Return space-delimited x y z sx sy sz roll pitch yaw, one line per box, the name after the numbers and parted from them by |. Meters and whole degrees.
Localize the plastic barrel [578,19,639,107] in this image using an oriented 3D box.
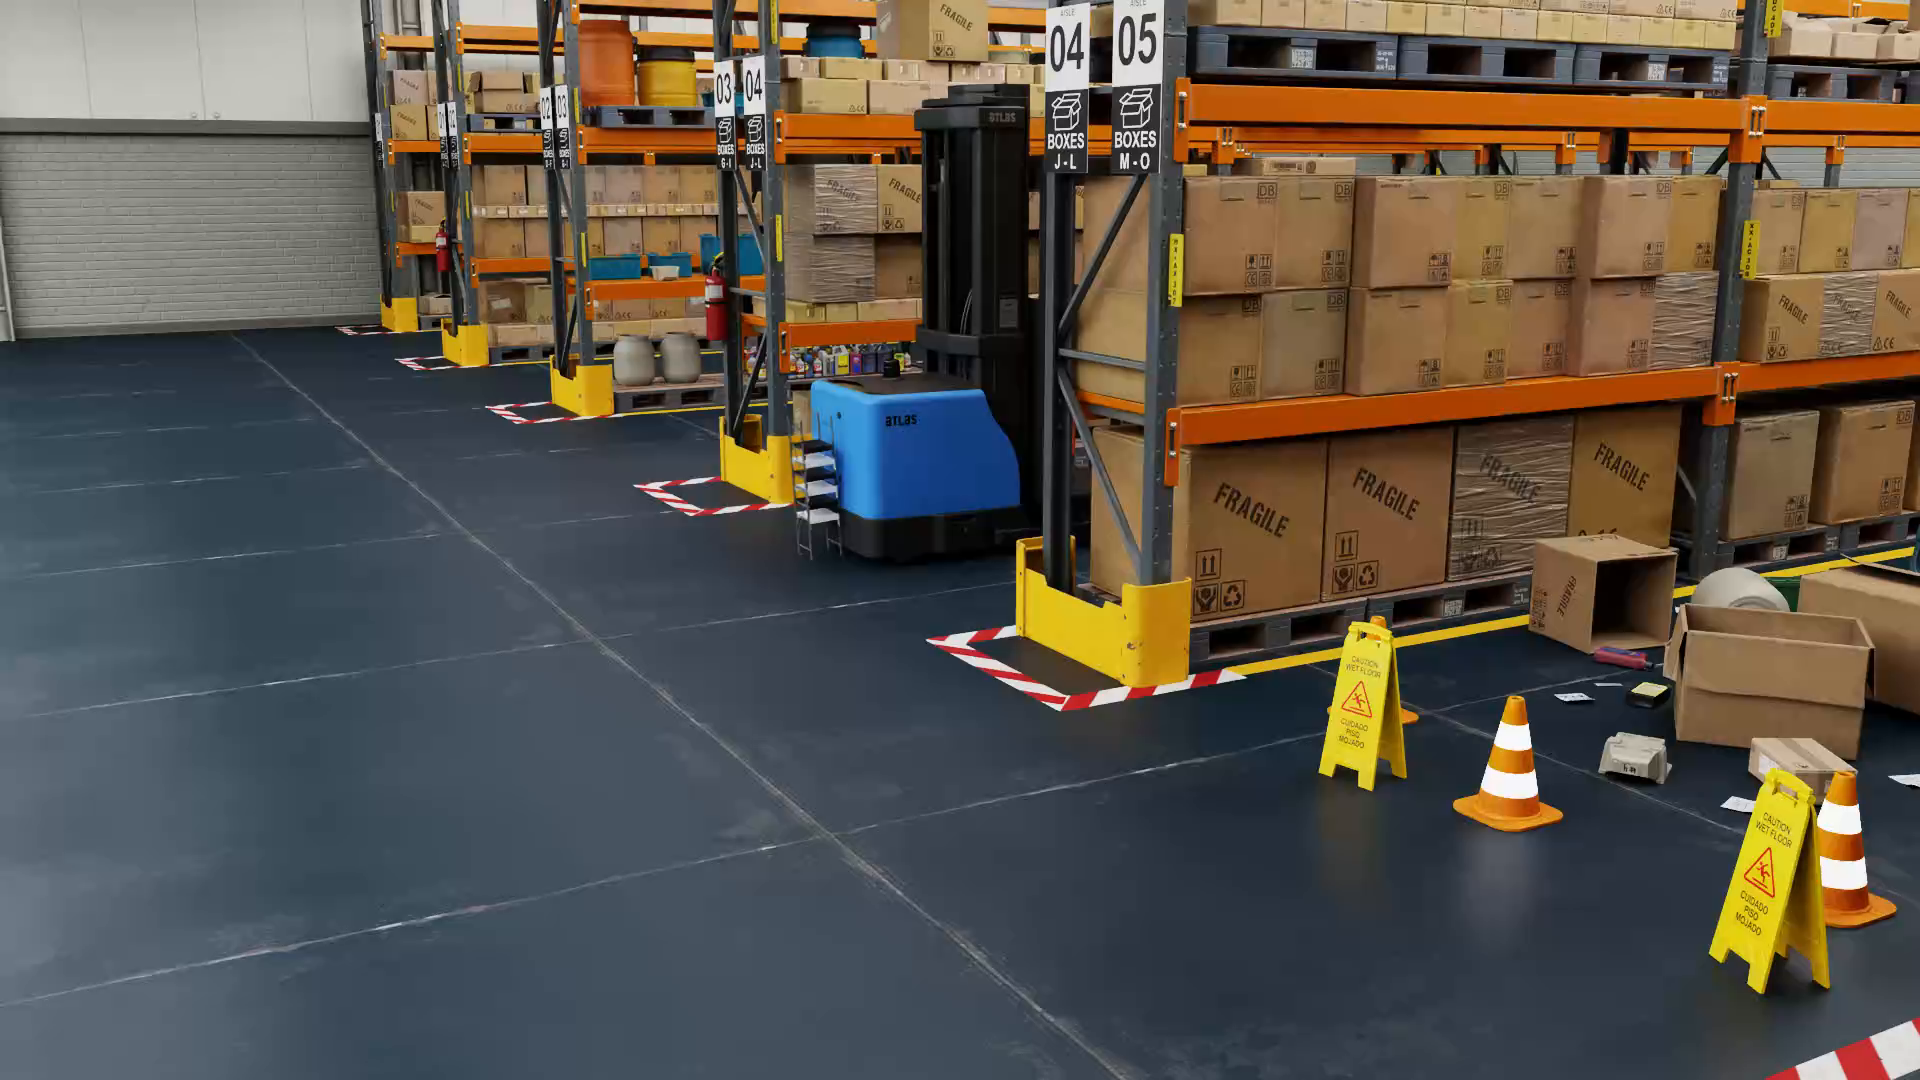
-3.568 -4.756 16.644 0.708 0.830 0.600 -7 14 -28 | plastic barrel

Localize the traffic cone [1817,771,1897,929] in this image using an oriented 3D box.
2.948 1.005 5.588 0.334 0.463 0.336 -7 14 -28 | traffic cone

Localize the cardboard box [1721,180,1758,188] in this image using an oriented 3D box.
7.808 -3.510 17.362 0.637 0.503 0.797 -7 14 -27 | cardboard box

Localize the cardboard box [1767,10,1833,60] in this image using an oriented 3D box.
4.888 -2.969 9.762 0.396 0.266 0.258 -7 15 -29 | cardboard box

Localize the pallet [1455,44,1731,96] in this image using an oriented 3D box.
3.516 -2.639 9.372 1.213 0.211 1.003 -7 14 -28 | pallet

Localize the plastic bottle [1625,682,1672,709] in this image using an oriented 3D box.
3.230 0.718 7.781 0.133 0.061 0.283 11 17 40 | plastic bottle

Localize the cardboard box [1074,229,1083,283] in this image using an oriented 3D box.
0.680 -2.310 13.635 0.500 0.500 0.875 -7 14 -28 | cardboard box

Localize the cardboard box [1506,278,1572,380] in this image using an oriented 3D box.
2.918 -1.238 9.438 0.550 0.550 0.875 -7 14 -28 | cardboard box

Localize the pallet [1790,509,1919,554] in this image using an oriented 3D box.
5.952 -0.167 11.371 1.213 0.211 1.003 -7 14 -28 | pallet

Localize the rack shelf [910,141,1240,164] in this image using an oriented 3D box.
1.333 -4.546 19.285 4.000 0.370 1.077 -7 14 -28 | rack shelf

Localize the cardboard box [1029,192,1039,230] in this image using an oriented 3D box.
0.370 -2.693 13.062 0.500 0.500 0.500 -7 14 -28 | cardboard box

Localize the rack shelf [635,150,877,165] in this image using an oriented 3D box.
-3.414 -6.456 27.769 4.000 0.370 1.077 -7 14 -28 | rack shelf

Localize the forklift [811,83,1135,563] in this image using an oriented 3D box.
0.560 -1.492 11.061 3.031 2.935 1.130 -6 14 -26 | forklift

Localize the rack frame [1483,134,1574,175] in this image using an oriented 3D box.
5.462 -2.690 16.229 0.127 3.000 1.000 -7 14 -28 | rack frame

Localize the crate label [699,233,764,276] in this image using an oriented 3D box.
-2.447 -3.066 17.819 0.616 0.435 0.502 -7 14 -28 | crate label

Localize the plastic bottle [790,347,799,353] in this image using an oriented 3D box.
-1.868 -2.076 18.534 0.185 0.351 0.144 -7 14 -28 | plastic bottle

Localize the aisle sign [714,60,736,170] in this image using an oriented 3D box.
-1.758 -3.168 12.432 0.004 0.787 0.394 -7 14 -28 | aisle sign

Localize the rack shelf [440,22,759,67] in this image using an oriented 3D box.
-4.548 -6.349 21.374 4.000 0.370 1.077 -7 14 -28 | rack shelf

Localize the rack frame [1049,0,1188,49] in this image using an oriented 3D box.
0.728 -3.809 7.537 0.127 3.000 1.000 -7 14 -28 | rack frame

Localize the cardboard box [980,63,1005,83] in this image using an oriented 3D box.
0.147 -3.583 12.799 0.250 0.149 0.380 -7 14 -28 | cardboard box

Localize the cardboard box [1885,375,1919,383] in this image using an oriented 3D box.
7.172 -0.784 11.928 0.750 0.750 1.050 -7 14 -29 | cardboard box

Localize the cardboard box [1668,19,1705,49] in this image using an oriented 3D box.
3.851 -2.771 9.144 0.250 0.149 0.380 -7 14 -27 | cardboard box

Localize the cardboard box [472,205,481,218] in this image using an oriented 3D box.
-6.059 -4.200 21.234 0.250 0.149 0.380 -7 15 -29 | cardboard box

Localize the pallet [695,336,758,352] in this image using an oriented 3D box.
-3.511 -2.743 22.815 1.213 0.211 1.003 -7 14 -28 | pallet

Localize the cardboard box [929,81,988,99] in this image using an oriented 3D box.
-0.127 -3.346 12.655 0.500 0.250 0.500 -7 14 -28 | cardboard box

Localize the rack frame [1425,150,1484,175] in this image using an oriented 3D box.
6.600 -4.065 22.341 0.127 3.000 1.000 -7 14 -28 | rack frame

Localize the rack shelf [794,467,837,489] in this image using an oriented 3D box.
-0.925 -0.400 10.550 0.200 0.077 0.258 -10 16 -25 | rack shelf

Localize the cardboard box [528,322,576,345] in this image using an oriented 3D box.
-5.289 -2.688 21.527 0.500 0.250 0.500 -7 14 -28 | cardboard box

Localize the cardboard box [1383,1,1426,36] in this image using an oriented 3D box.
2.069 -2.557 8.194 0.250 0.149 0.380 -7 14 -28 | cardboard box

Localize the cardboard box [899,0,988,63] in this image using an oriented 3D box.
-0.128 -3.854 12.525 0.500 0.500 0.500 -7 14 -28 | cardboard box

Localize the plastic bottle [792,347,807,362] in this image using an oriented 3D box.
-1.775 -2.014 18.428 0.135 0.276 0.152 -7 14 -28 | plastic bottle

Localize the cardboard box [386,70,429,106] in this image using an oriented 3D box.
-8.226 -6.715 24.735 0.500 0.500 0.500 -8 15 -32 | cardboard box

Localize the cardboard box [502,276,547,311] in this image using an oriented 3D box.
-6.862 -3.890 26.254 0.500 0.500 0.700 -8 15 -31 | cardboard box

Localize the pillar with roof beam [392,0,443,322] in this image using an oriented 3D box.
-6.418 -7.049 21.937 0.400 9.000 9.100 -7 14 -28 | pillar with roof beam

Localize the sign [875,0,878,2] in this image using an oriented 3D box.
-1.390 -8.871 27.724 0.005 0.325 0.100 -7 14 -28 | sign

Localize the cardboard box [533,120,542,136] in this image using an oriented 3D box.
-6.412 -6.438 25.777 0.500 0.500 0.500 -7 15 -30 | cardboard box

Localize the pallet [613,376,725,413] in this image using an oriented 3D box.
-3.173 -1.544 17.488 1.213 0.211 1.003 -7 14 -28 | pallet

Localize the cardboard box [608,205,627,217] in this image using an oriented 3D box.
-4.506 -4.284 21.609 0.250 0.149 0.380 -7 14 -27 | cardboard box

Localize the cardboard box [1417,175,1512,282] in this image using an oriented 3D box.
2.470 -1.702 9.041 0.500 0.550 0.875 -7 14 -28 | cardboard box

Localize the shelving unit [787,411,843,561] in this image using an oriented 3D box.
-0.922 -0.345 10.564 0.210 0.900 0.258 -10 16 -25 | shelving unit

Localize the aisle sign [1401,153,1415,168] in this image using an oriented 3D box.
7.660 -6.773 28.452 0.004 0.787 0.394 -7 14 -28 | aisle sign

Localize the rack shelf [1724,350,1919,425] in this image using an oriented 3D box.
5.994 -1.162 11.079 4.000 0.370 1.077 -7 14 -28 | rack shelf

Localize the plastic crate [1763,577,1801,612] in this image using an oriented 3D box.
4.714 0.312 9.164 0.662 0.188 0.450 0 3 1 | plastic crate

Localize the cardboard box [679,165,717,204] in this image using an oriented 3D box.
-3.622 -4.759 22.241 0.500 0.500 0.700 -7 14 -28 | cardboard box

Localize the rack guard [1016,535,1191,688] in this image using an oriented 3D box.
0.707 0.340 8.458 0.348 0.500 1.175 -7 14 -28 | rack guard

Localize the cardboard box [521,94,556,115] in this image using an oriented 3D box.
-5.419 -5.593 21.364 0.500 0.250 0.500 -7 14 -28 | cardboard box

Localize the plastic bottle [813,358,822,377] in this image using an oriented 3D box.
-1.537 -1.861 17.920 0.097 0.201 0.097 0 13 0 | plastic bottle

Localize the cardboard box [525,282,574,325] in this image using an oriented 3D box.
-5.288 -3.053 21.443 0.500 0.500 0.500 -7 14 -28 | cardboard box

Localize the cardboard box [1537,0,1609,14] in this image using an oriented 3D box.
3.046 -2.885 8.744 0.500 0.250 0.500 -7 14 -28 | cardboard box

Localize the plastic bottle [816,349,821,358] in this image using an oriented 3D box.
-1.498 -1.940 18.081 0.133 0.283 0.061 -7 14 -28 | plastic bottle
